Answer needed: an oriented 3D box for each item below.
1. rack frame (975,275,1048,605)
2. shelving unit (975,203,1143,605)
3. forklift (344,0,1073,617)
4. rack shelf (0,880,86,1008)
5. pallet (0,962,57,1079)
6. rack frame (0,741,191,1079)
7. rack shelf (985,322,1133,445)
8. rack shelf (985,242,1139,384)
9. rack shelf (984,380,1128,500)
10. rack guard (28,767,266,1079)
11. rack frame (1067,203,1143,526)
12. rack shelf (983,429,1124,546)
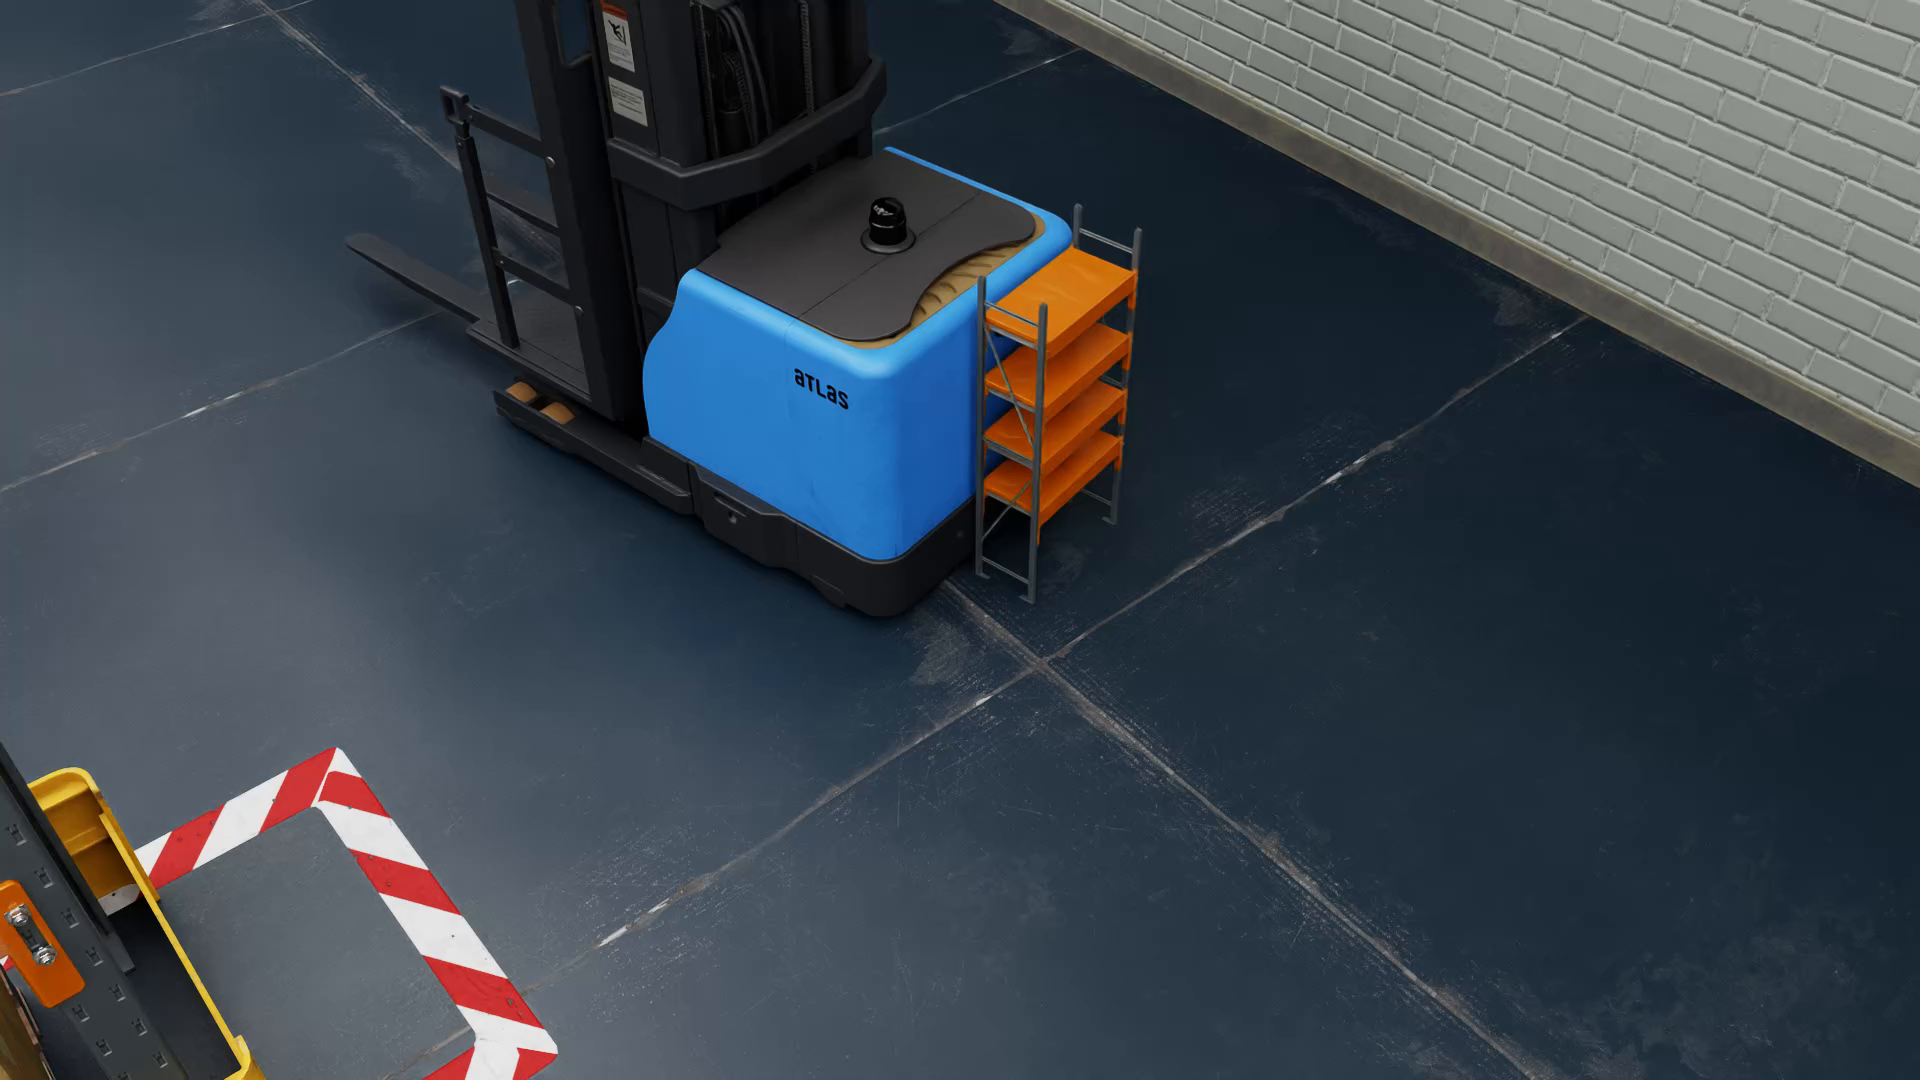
[{"bbox_3d":[0.150,-0.276,5.168,0.240,1.200,0.015,28,50,27],"label":"rack frame"},{"bbox_3d":[0.300,-0.408,5.308,0.258,1.200,0.503,28,50,27],"label":"shelving unit"},{"bbox_3d":[-1.097,-1.661,5.377,3.031,2.935,1.130,28,50,27],"label":"forklift"},{"bbox_3d":[-3.638,1.385,2.609,4.000,0.370,1.077,-30,51,-28],"label":"rack shelf"},{"bbox_3d":[-2.667,1.654,3.835,1.213,0.211,1.003,-30,51,-28],"label":"pallet"},{"bbox_3d":[-2.104,0.245,3.298,0.127,3.000,1.000,-30,51,-28],"label":"rack frame"},{"bbox_3d":[0.300,-0.522,5.201,0.258,0.148,0.480,28,50,27],"label":"rack shelf"},{"bbox_3d":[0.300,-0.695,5.039,0.258,0.148,0.480,28,50,27],"label":"rack shelf"},{"bbox_3d":[0.300,-0.359,5.354,0.258,0.148,0.480,28,50,27],"label":"rack shelf"},{"bbox_3d":[-2.085,1.145,4.165,0.348,0.500,1.175,-30,51,-28],"label":"rack guard"},{"bbox_3d":[0.449,-0.540,5.449,0.240,1.200,0.015,28,50,27],"label":"rack frame"},{"bbox_3d":[0.300,-0.214,5.490,0.258,0.148,0.480,28,50,27],"label":"rack shelf"}]
